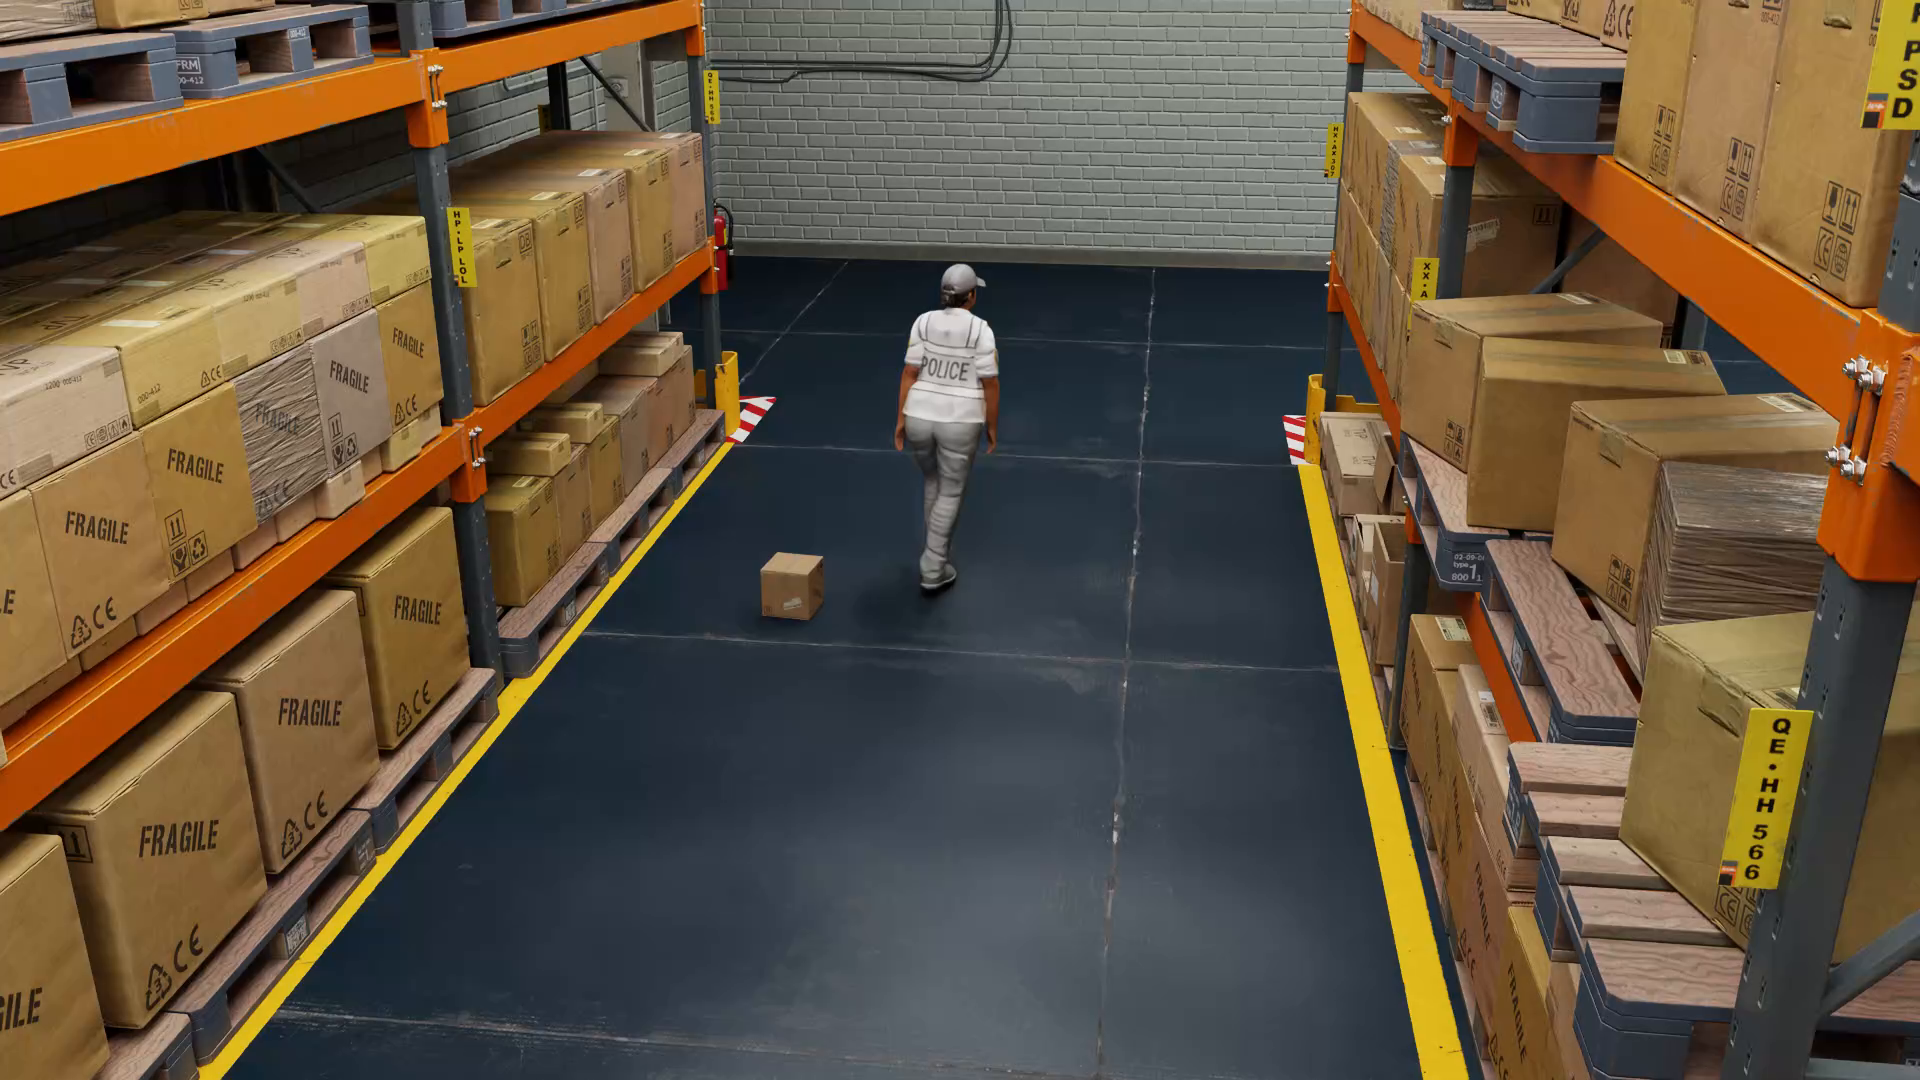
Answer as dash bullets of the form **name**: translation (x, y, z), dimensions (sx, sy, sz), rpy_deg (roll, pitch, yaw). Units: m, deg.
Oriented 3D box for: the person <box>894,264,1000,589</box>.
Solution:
- **person**: translation (-0.053, -0.564, 8.582), dimensions (0.507, 1.695, 0.652), rpy_deg (10, 23, 23)
